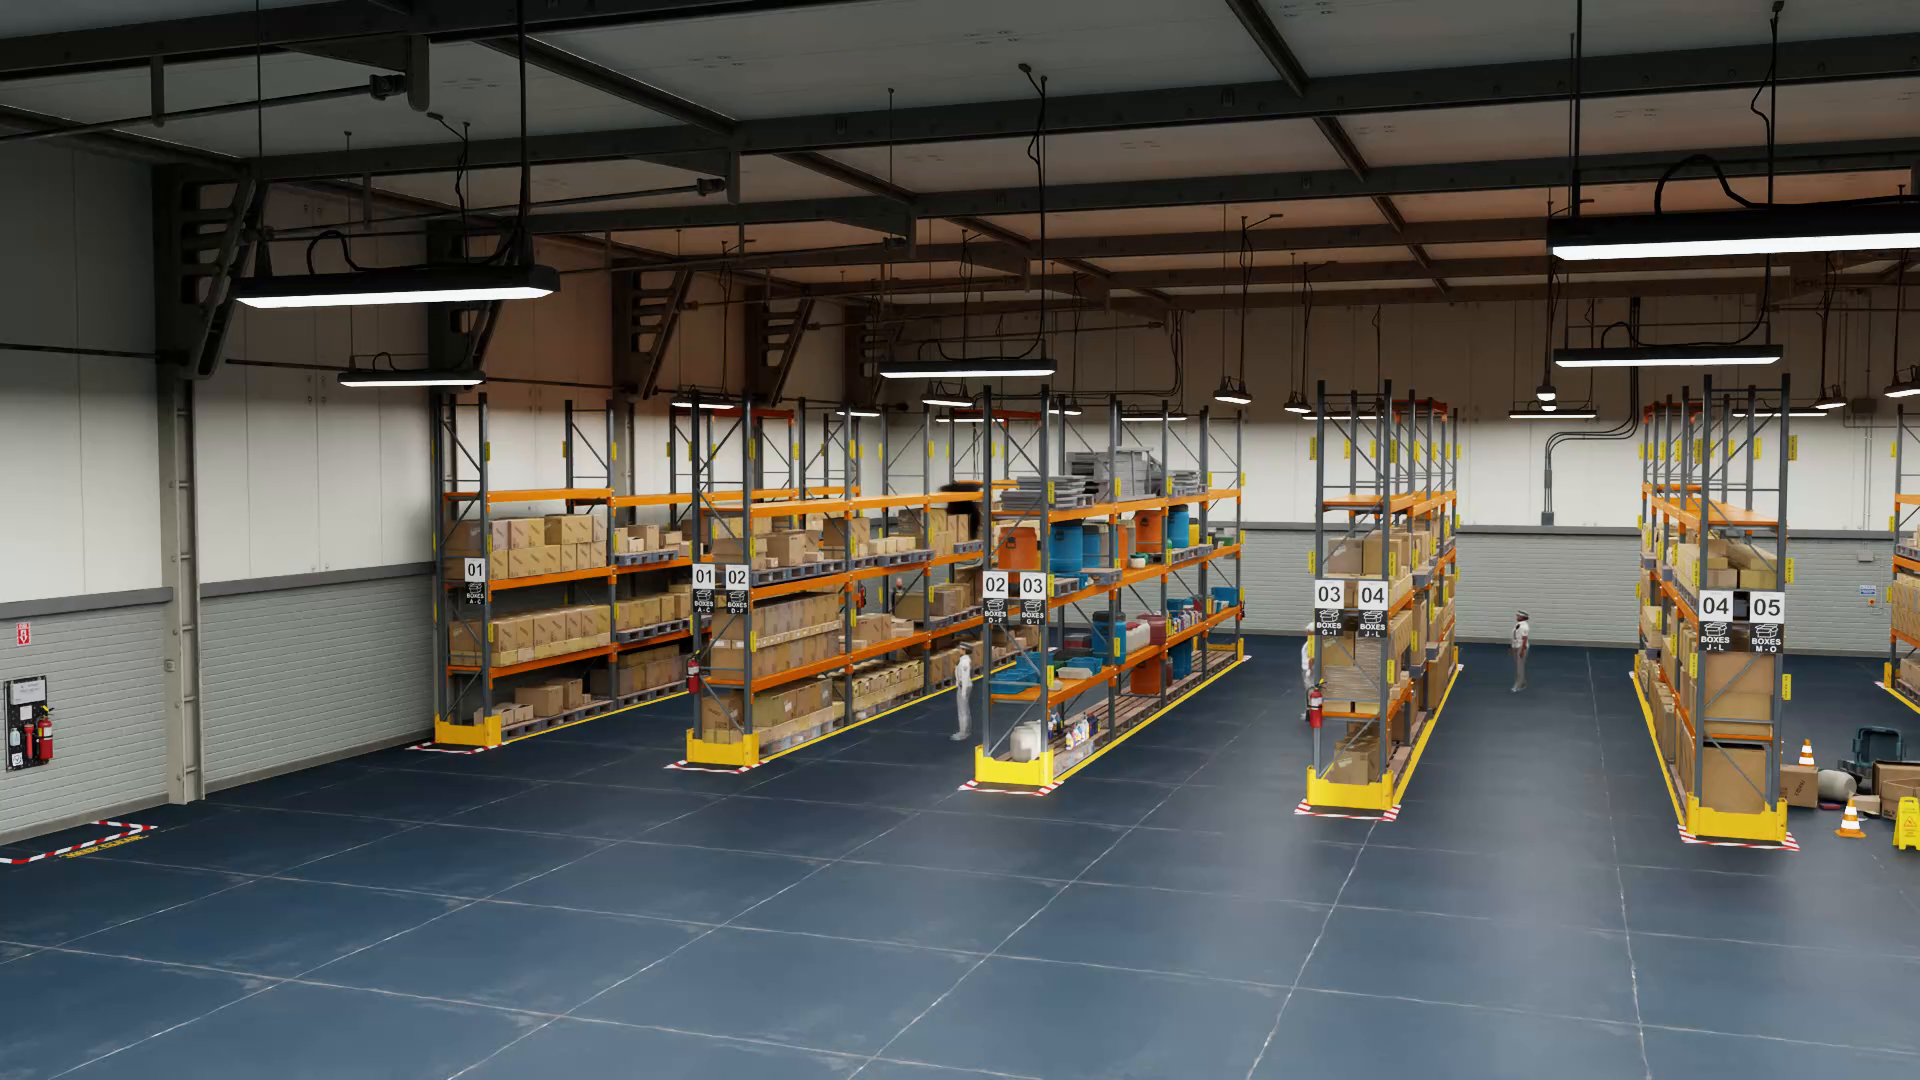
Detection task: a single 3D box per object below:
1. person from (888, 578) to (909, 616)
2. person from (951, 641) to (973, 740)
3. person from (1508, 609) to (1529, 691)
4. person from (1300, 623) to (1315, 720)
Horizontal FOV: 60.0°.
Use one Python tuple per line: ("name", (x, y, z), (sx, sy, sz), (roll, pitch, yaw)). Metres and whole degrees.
("person", (-1.612, 1.879, 43.484), (0.555, 1.597, 1.026), (1, 3, 11))
("person", (0.042, 2.616, 29.032), (0.375, 1.703, 0.511), (0, 3, 7))
("person", (11.724, 2.314, 34.949), (0.545, 1.716, 0.475), (-1, 3, -16))
("person", (6.571, 2.447, 31.208), (0.448, 1.788, 0.586), (0, 3, 1))
